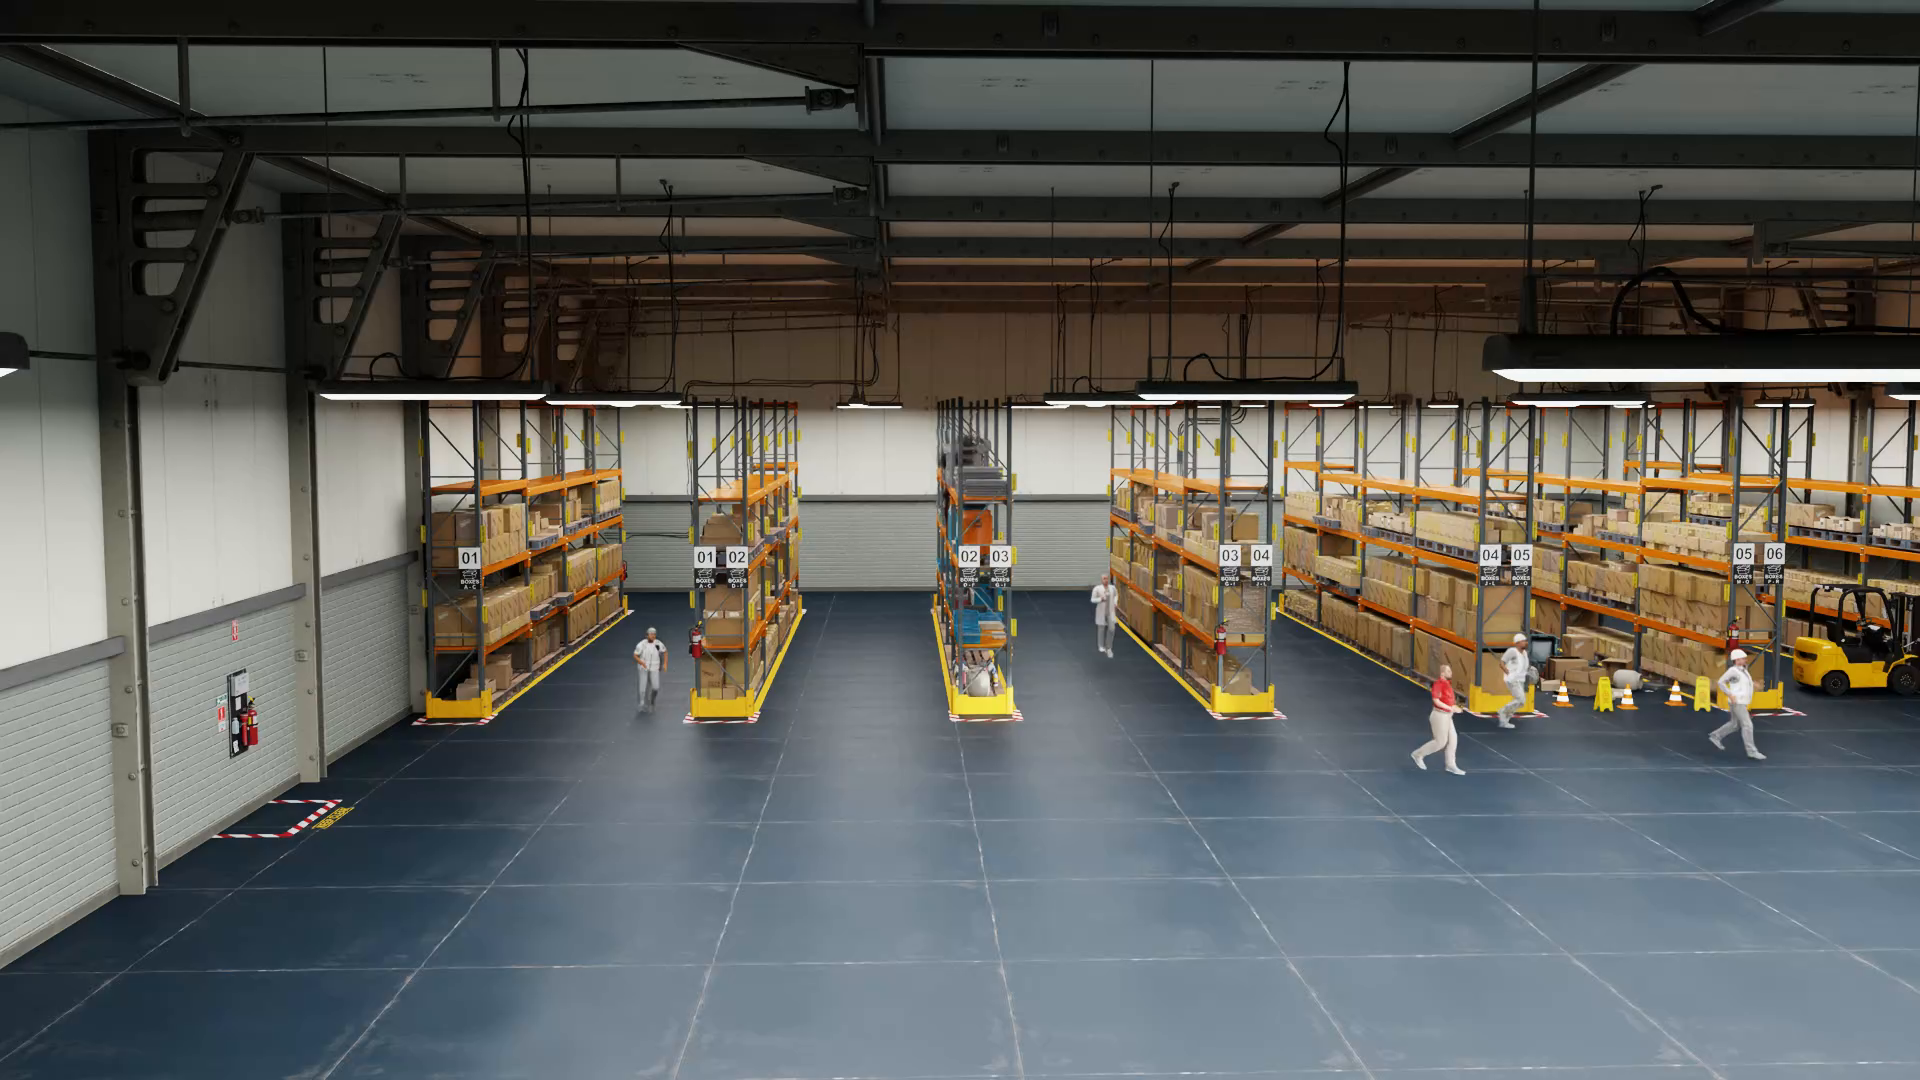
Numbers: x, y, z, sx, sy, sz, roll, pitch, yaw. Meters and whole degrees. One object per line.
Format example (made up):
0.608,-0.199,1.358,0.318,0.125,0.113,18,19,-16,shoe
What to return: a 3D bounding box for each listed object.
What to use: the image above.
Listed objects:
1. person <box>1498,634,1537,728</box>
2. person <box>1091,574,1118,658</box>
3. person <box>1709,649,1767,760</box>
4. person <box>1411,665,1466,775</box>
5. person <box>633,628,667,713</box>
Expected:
10.091,2.546,30.067,0.642,1.710,0.594,-4,6,-44,person
3.273,1.700,37.229,0.688,1.871,0.741,-1,4,-10,person
12.883,2.688,27.498,0.960,1.761,0.653,4,6,42,person
7.600,2.836,26.352,0.839,1.741,0.687,2,5,26,person
-5.868,2.478,31.581,0.666,1.629,0.611,-1,5,-17,person
